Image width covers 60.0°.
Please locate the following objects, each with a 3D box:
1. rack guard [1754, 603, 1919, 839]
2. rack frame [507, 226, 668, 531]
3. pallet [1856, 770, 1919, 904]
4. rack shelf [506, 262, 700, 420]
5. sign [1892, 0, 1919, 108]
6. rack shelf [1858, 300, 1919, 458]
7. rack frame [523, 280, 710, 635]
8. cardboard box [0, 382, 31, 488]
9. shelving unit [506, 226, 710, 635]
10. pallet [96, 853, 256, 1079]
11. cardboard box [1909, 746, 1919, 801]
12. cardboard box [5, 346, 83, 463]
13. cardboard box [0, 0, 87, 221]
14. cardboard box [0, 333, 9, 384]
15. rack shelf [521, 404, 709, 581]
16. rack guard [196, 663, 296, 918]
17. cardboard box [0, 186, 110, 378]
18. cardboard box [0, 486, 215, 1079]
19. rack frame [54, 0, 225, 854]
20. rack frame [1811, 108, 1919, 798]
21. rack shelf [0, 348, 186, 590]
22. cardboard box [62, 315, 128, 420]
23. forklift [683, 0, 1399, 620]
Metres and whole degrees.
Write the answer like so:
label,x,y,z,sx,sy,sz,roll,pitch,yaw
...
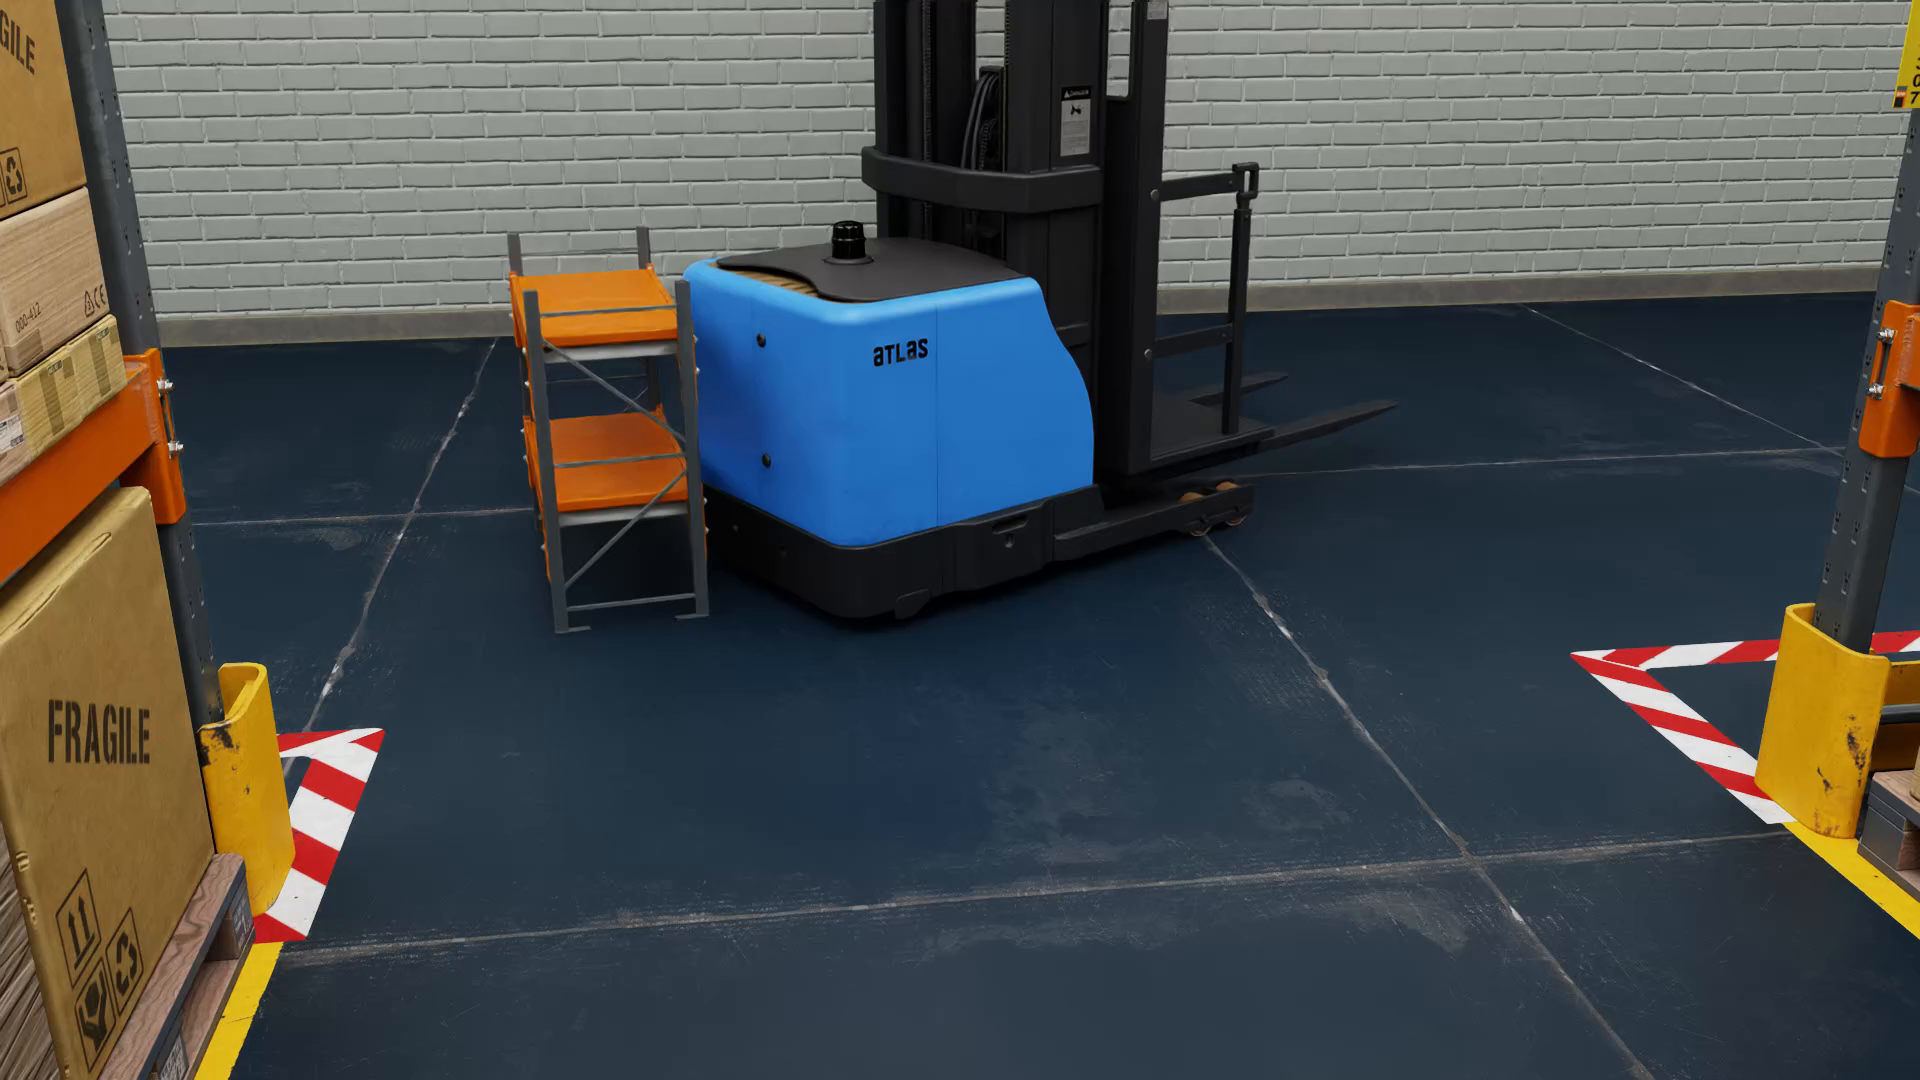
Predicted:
label,x,y,z,sx,sy,sz,roll,pitch,yaw
rack guard,2.727,0.435,4.338,1.175,0.500,0.348,-3,21,-8
rack frame,-1.374,-0.590,6.187,0.500,1.125,0.032,-6,21,-16
pallet,2.809,0.853,3.631,1.003,0.211,1.213,-3,21,-8
rack shelf,-1.226,-0.694,5.629,0.538,0.278,1.000,-6,21,-16
sign,2.179,-1.141,3.746,0.100,0.325,0.005,-3,21,-8
rack shelf,3.004,0.267,2.243,1.077,0.370,4.000,-3,21,-8
rack frame,-1.077,-0.250,5.276,0.500,1.125,0.032,-6,21,-16
cardboard box,-1.756,-0.146,2.679,0.380,0.149,0.250,-3,21,-8
shelving unit,-1.225,-0.420,5.731,0.538,1.125,1.048,-6,21,-16
pallet,-2.014,1.032,3.152,1.003,0.211,1.213,-3,21,-8
cardboard box,2.474,0.574,3.868,0.380,0.149,0.250,-2,21,-7
cardboard box,-1.791,-0.233,2.913,0.380,0.149,0.250,-3,21,-7
cardboard box,-1.877,-0.813,2.822,0.500,0.500,0.500,-3,21,-7
cardboard box,-1.802,-0.287,2.486,0.500,0.250,0.500,-3,21,-9
rack shelf,-1.225,-0.191,5.817,0.538,0.278,1.000,-6,21,-16
rack guard,-2.211,0.615,3.855,1.175,0.500,0.348,-3,21,-8
cardboard box,-1.875,-0.462,2.956,0.500,0.250,0.500,-3,21,-9
cardboard box,-2.036,0.469,3.111,0.875,0.875,0.875,-3,21,-8
rack frame,-2.207,-0.548,3.395,1.000,3.000,0.127,-3,21,-8
rack frame,2.716,-0.763,3.971,1.000,3.000,0.127,-3,21,-8
rack shelf,-1.919,0.482,1.667,1.077,0.370,4.000,-3,21,-8
cardboard box,-1.830,-0.323,3.154,0.380,0.149,0.250,-3,21,-7
forklift,0.500,-1.513,6.079,3.031,2.935,1.130,-16,26,-36
